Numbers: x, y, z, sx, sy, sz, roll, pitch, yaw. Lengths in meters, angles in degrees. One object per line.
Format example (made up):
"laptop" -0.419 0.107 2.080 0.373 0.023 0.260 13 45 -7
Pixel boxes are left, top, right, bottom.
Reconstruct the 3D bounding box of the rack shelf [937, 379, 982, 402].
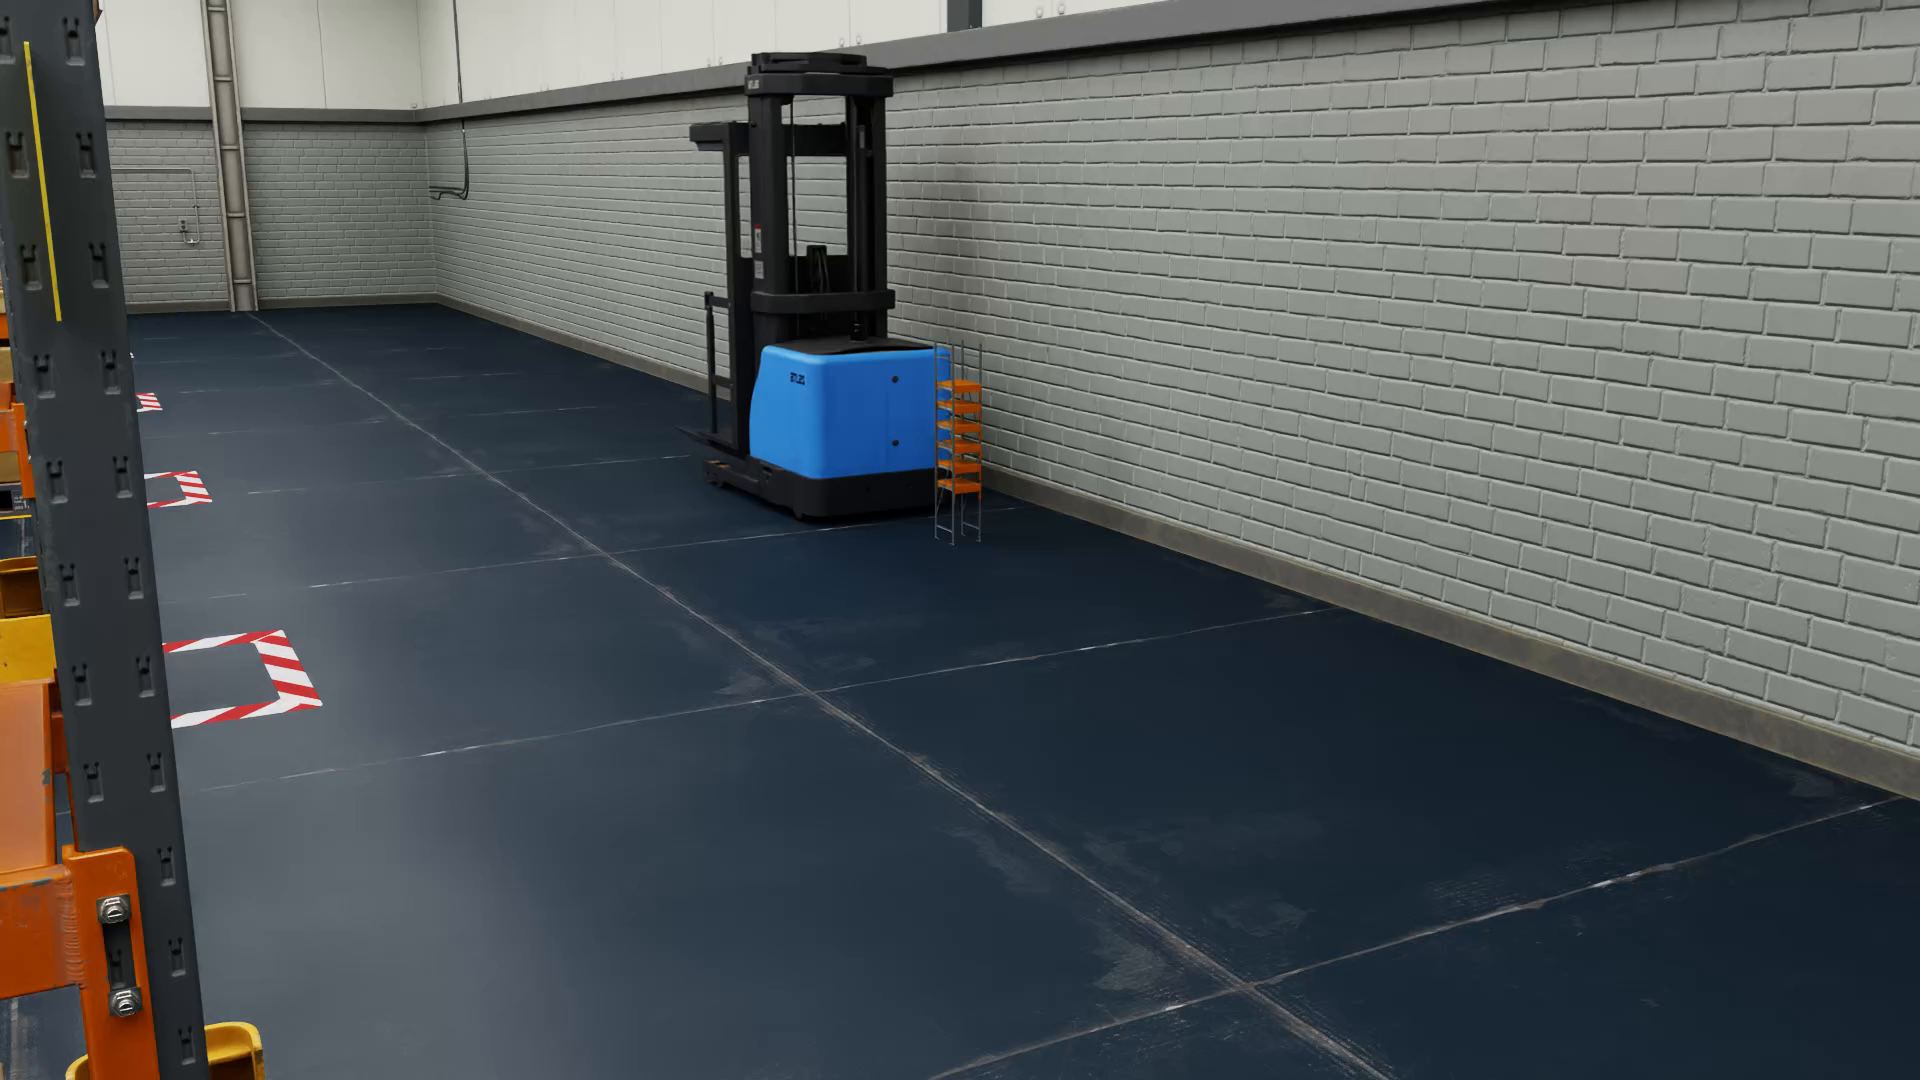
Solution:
"rack shelf" -0.013 -0.892 9.901 0.180 0.103 0.258 -7 14 -28

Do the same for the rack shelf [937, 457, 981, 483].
"rack shelf" -0.013 -0.423 10.007 0.180 0.103 0.258 -7 14 -28

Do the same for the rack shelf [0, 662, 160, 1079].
"rack shelf" -3.113 0.706 1.780 4.000 0.370 1.077 -7 14 -28

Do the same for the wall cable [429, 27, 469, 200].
"wall cable" -8.090 -6.567 25.867 0.112 2.526 3.097 -7 14 -28

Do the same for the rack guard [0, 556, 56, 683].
"rack guard" -3.884 0.429 7.066 0.348 0.500 1.175 -7 14 -28

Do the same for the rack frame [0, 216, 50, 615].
"rack frame" -3.818 -0.799 6.827 0.127 3.000 1.000 -7 14 -28

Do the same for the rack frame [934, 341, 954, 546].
"rack frame" -0.093 -0.574 9.928 0.006 1.200 0.240 -7 14 -28

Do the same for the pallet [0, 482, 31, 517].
"pallet" -6.770 -0.306 10.987 1.213 0.211 1.003 -7 14 -28

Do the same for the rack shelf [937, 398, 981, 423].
"rack shelf" -0.013 -0.775 9.928 0.180 0.103 0.258 -7 14 -28

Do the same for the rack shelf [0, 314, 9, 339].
"rack shelf" -7.861 -1.204 10.266 4.000 0.370 1.077 -7 14 -28

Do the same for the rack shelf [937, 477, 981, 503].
"rack shelf" -0.013 -0.306 10.033 0.180 0.103 0.258 -7 14 -28

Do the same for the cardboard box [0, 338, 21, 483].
"cardboard box" -6.629 -0.851 10.941 0.875 0.875 0.875 -7 14 -28

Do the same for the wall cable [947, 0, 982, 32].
"wall cable" 0.509 -6.192 9.801 0.120 5.999 2.277 -7 14 -28

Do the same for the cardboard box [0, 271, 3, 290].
"cardboard box" -6.404 -1.735 10.652 0.500 0.250 0.500 -7 15 -29

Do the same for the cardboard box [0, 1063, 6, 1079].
"cardboard box" -1.888 1.278 2.476 0.875 0.438 0.875 -7 15 -30

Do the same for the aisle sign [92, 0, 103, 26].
"aisle sign" -1.145 -1.072 2.118 0.004 0.787 0.394 -7 14 -28

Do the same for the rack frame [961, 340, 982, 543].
"rack frame" 0.068 -0.593 10.013 0.006 1.200 0.240 -7 14 -28

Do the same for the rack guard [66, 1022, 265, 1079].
"rack guard" -1.336 1.361 2.921 0.348 0.500 1.175 -7 14 -28

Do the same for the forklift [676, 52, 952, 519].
"forklift" -1.194 -1.843 11.623 1.130 2.935 3.031 -7 14 -28

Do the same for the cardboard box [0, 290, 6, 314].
"cardboard box" -6.260 -1.542 10.701 0.250 0.149 0.380 -7 14 -27

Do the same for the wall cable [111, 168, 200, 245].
"wall cable" -12.555 -5.442 25.143 1.851 1.984 0.084 -7 14 -28

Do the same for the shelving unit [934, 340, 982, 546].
"shelving unit" -0.013 -0.584 9.971 0.189 1.200 0.258 -7 14 -28

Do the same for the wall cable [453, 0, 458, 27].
"wall cable" -6.794 -8.510 22.995 0.112 2.526 3.097 -7 14 -28

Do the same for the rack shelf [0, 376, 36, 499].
"rack shelf" -5.573 -0.237 5.971 4.000 0.370 1.077 -7 14 -28

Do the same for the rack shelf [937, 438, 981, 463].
"rack shelf" -0.013 -0.540 9.980 0.180 0.103 0.258 -7 14 -28

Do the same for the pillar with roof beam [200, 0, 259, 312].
"pillar with roof beam" -9.207 -7.177 21.504 0.400 9.000 9.100 -7 14 -28

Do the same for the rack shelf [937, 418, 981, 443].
"rack shelf" -0.013 -0.658 9.954 0.180 0.103 0.258 -7 14 -28

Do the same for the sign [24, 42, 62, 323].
"sign" -1.109 -0.430 2.011 0.005 0.325 0.100 -7 14 -28
